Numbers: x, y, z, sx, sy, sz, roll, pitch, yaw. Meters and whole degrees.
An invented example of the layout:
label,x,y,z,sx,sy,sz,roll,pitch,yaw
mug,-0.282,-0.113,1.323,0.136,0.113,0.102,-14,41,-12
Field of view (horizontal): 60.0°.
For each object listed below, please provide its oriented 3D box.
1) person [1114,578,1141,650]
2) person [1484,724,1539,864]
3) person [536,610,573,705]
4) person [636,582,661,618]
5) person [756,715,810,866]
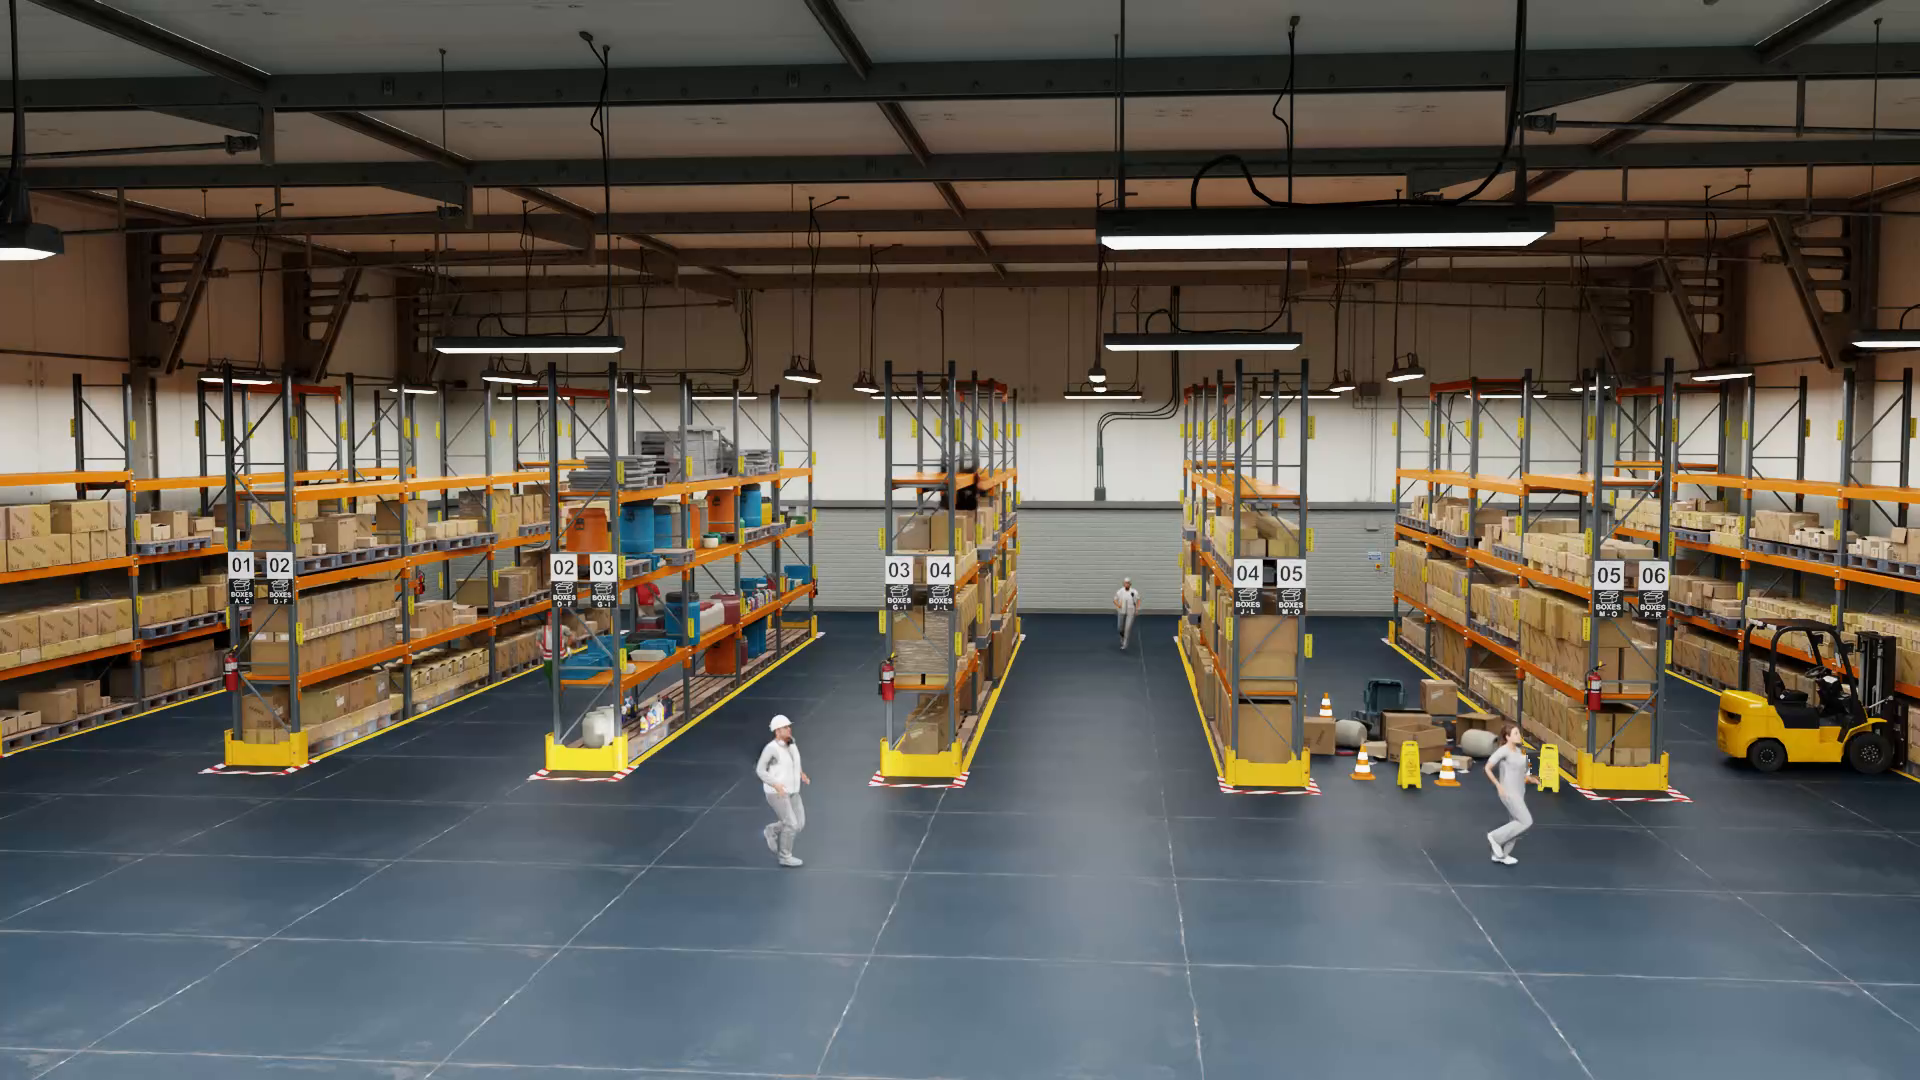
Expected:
label,x,y,z,sx,sy,sz,roll,pitch,yaw
person,3.841,1.678,38.199,0.622,1.625,0.715,1,4,11
person,6.378,2.924,19.110,0.545,1.624,0.550,4,5,45
person,-7.256,2.156,29.663,0.592,1.832,0.851,0,4,2
person,-7.224,1.628,38.282,0.675,1.731,0.958,0,4,-5
person,-2.070,2.877,19.154,0.640,1.730,0.651,2,4,32
